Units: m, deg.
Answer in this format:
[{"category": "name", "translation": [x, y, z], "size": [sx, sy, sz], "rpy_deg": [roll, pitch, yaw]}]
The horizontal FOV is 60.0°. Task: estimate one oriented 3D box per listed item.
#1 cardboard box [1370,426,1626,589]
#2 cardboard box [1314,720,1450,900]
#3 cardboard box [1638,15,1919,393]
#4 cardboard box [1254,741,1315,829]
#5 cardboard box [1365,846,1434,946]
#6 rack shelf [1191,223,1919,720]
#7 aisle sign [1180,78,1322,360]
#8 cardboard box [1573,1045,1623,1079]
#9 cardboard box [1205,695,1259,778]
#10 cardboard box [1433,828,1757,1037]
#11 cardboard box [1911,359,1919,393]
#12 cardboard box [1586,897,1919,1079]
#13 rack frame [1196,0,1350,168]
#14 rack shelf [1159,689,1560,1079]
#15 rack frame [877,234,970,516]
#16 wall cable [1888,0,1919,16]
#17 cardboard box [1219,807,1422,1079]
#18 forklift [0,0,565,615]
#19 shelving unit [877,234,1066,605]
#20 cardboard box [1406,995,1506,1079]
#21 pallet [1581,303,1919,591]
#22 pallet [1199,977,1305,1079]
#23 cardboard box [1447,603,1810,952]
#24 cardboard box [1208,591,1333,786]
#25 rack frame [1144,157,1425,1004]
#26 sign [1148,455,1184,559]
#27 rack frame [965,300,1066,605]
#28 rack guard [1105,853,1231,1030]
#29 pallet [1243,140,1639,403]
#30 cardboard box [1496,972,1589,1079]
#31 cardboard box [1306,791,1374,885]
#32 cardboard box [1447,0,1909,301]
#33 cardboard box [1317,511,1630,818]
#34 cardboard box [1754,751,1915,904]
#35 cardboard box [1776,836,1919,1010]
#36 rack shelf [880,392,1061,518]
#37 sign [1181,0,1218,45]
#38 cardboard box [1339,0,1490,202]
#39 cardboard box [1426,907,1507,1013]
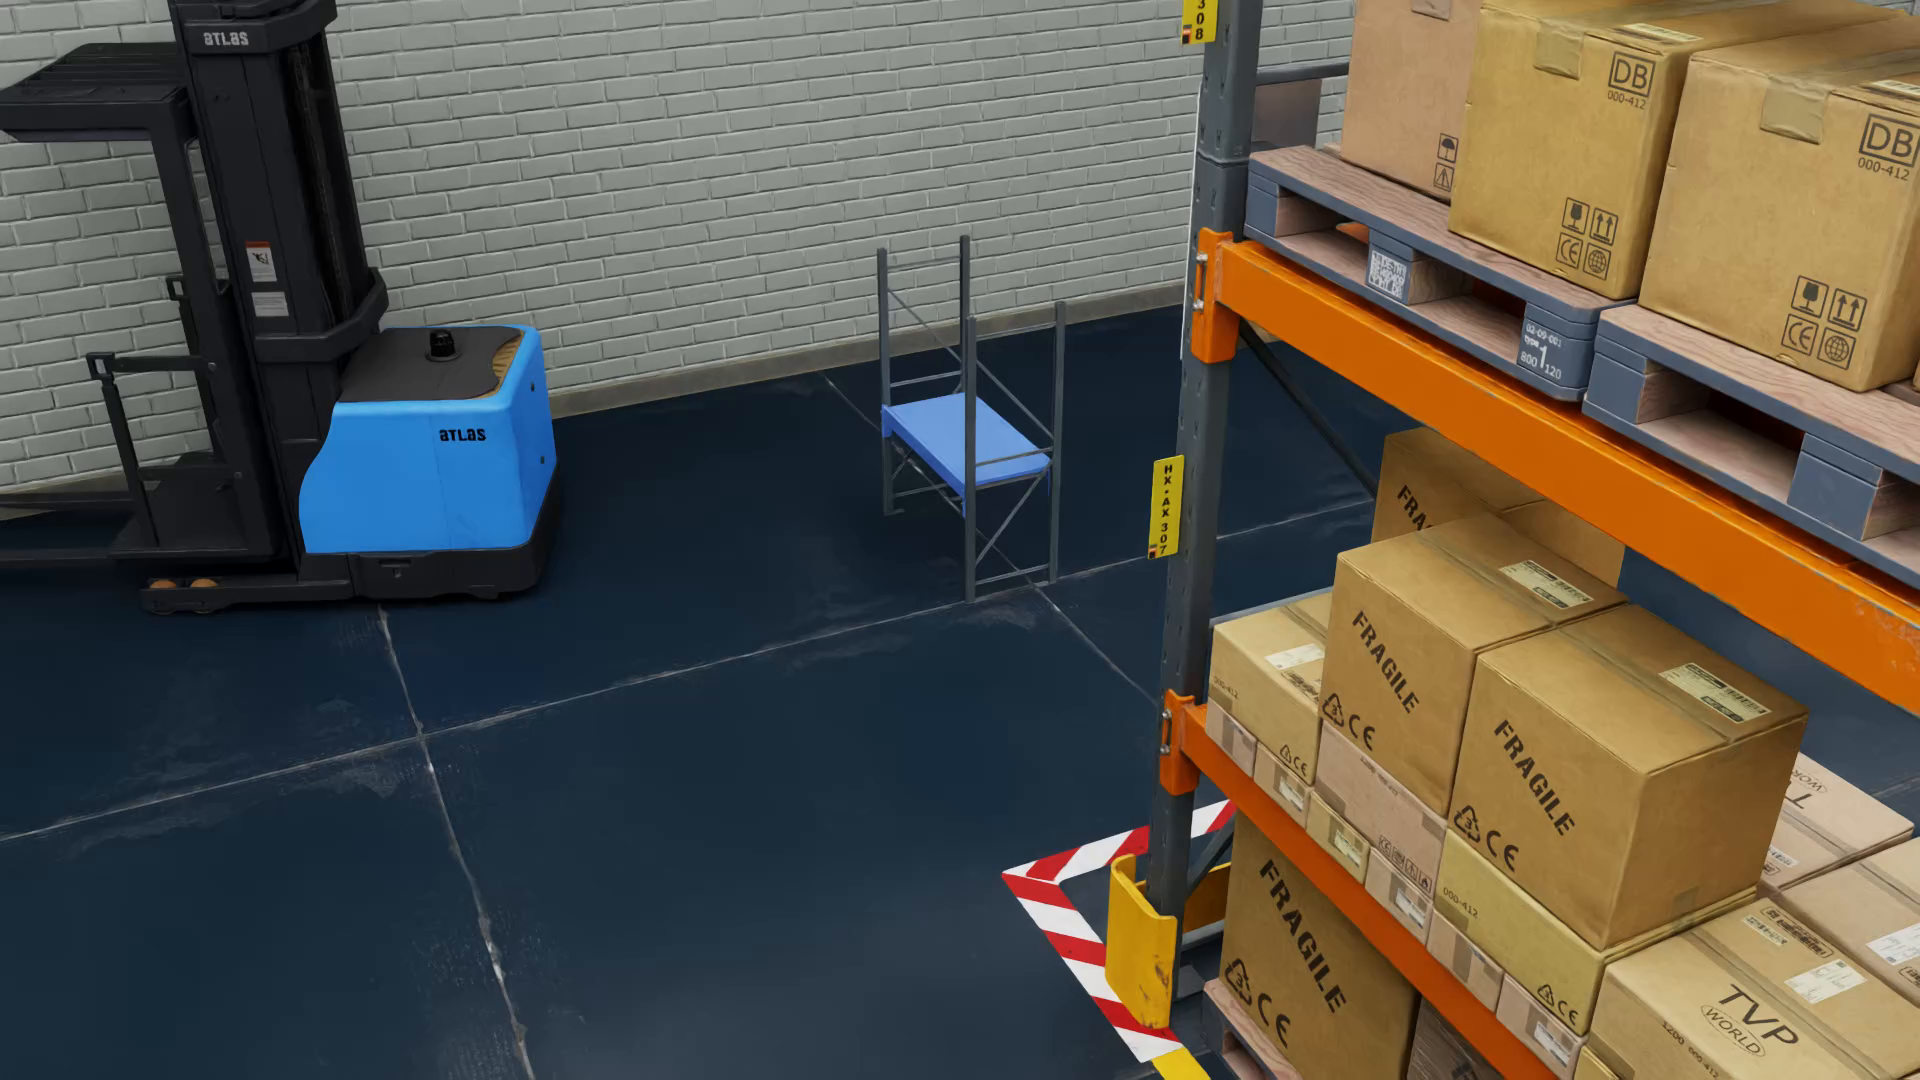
[{"category": "cardboard box", "translation": [1.556, -0.028, 4.815], "size": [0.500, 0.500, 0.500], "rpy_deg": [-13, 32, -21]}, {"category": "cardboard box", "translation": [1.300, 0.636, 4.398], "size": [0.500, 0.250, 0.500], "rpy_deg": [-13, 32, -23]}, {"category": "cardboard box", "translation": [1.779, -0.664, 3.167], "size": [0.700, 0.500, 0.500], "rpy_deg": [-15, 33, -25]}, {"category": "cardboard box", "translation": [1.075, 0.652, 4.777], "size": [0.380, 0.149, 0.250], "rpy_deg": [-14, 32, -23]}, {"category": "cardboard box", "translation": [1.298, 0.880, 4.370], "size": [0.380, 0.149, 0.250], "rpy_deg": [-14, 32, -23]}, {"category": "rack shelf", "translation": [1.968, 0.093, 3.187], "size": [1.077, 0.370, 4.000], "rpy_deg": [-13, 32, -22]}, {"category": "aisle sign", "translation": [0.807, -0.899, 4.628], "size": [0.394, 0.787, 0.004], "rpy_deg": [-13, 32, -22]}, {"category": "cardboard box", "translation": [1.625, 1.219, 3.767], "size": [0.380, 0.149, 0.250], "rpy_deg": [-14, 32, -23]}, {"category": "cardboard box", "translation": [0.963, 0.539, 4.978], "size": [0.380, 0.149, 0.250], "rpy_deg": [-13, 32, -21]}, {"category": "cardboard box", "translation": [1.513, 0.859, 4.000], "size": [0.500, 0.250, 0.500], "rpy_deg": [-14, 32, -24]}, {"category": "cardboard box", "translation": [2.113, -0.440, 2.768], "size": [0.700, 0.500, 0.500], "rpy_deg": [-12, 31, -20]}, {"category": "cardboard box", "translation": [1.742, 1.088, 3.591], "size": [0.500, 0.250, 0.500], "rpy_deg": [-14, 32, -23]}, {"category": "rack frame", "translation": [1.109, -2.413, 3.853], "size": [1.000, 3.000, 0.127], "rpy_deg": [-13, 32, -22]}, {"category": "rack shelf", "translation": [1.968, 1.401, 3.920], "size": [1.077, 0.370, 4.000], "rpy_deg": [-13, 32, -22]}, {"category": "rack frame", "translation": [-0.182, -0.841, 8.716], "size": [0.500, 1.500, 0.032], "rpy_deg": [-13, 32, -22]}, {"category": "wall cable", "translation": [7.618, -4.820, 13.208], "size": [0.585, 1.953, 0.123], "rpy_deg": [-13, 32, -22]}, {"category": "cardboard box", "translation": [1.456, 1.213, 5.263], "size": [0.875, 0.875, 0.875], "rpy_deg": [-13, 32, -22]}, {"category": "forklift", "translation": [-3.625, -1.181, 7.859], "size": [3.031, 2.935, 1.130], "rpy_deg": [-2, 29, -3]}, {"category": "shelving unit", "translation": [0.037, -0.616, 8.316], "size": [0.538, 1.500, 1.048], "rpy_deg": [-13, 32, -22]}, {"category": "cardboard box", "translation": [1.847, 1.615, 4.546], "size": [0.875, 0.875, 0.875], "rpy_deg": [-13, 32, -22]}, {"category": "pallet", "translation": [1.965, -0.201, 3.065], "size": [1.003, 0.211, 1.213], "rpy_deg": [-13, 32, -22]}, {"category": "pallet", "translation": [1.523, 1.757, 5.401], "size": [1.003, 0.211, 1.213], "rpy_deg": [-13, 32, -22]}, {"category": "cardboard box", "translation": [1.514, 0.529, 3.821], "size": [0.500, 0.500, 0.500], "rpy_deg": [-14, 32, -23]}, {"category": "cardboard box", "translation": [1.071, 0.408, 4.805], "size": [0.500, 0.250, 0.500], "rpy_deg": [-14, 32, -23]}, {"category": "rack frame", "translation": [1.109, 0.204, 5.320], "size": [1.000, 3.000, 0.127], "rpy_deg": [-13, 32, -22]}, {"category": "sign", "translation": [0.605, -0.095, 4.886], "size": [0.100, 0.325, 0.005], "rpy_deg": [-13, 32, -22]}, {"category": "rack frame", "translation": [0.255, -0.392, 7.916], "size": [0.500, 1.500, 0.032], "rpy_deg": [-13, 32, -22]}, {"category": "rack guard", "translation": [1.099, 1.283, 5.950], "size": [1.175, 0.500, 0.348], "rpy_deg": [-13, 32, -22]}, {"category": "pallet", "translation": [1.437, -0.740, 4.027], "size": [1.003, 0.211, 1.213], "rpy_deg": [-13, 32, -22]}, {"category": "cardboard box", "translation": [1.518, 1.107, 3.966], "size": [0.380, 0.149, 0.250], "rpy_deg": [-13, 32, -23]}, {"category": "cardboard box", "translation": [1.185, 0.765, 4.575], "size": [0.380, 0.149, 0.250], "rpy_deg": [-14, 32, -23]}, {"category": "cardboard box", "translation": [1.513, -0.883, 3.557], "size": [0.700, 0.500, 0.500], "rpy_deg": [-14, 32, -24]}, {"category": "cardboard box", "translation": [1.286, 0.302, 4.227], "size": [0.500, 0.500, 0.500], "rpy_deg": [-14, 32, -23]}, {"category": "cardboard box", "translation": [1.993, 0.747, 4.201], "size": [0.500, 0.250, 0.500], "rpy_deg": [-14, 32, -24]}, {"category": "cardboard box", "translation": [2.220, 0.976, 3.792], "size": [0.500, 0.250, 0.500], "rpy_deg": [-13, 32, -22]}, {"category": "rack shelf", "translation": [0.037, -0.460, 8.404], "size": [0.538, 0.185, 1.000], "rpy_deg": [-13, 32, -22]}, {"category": "sign", "translation": [0.605, -1.407, 4.150], "size": [0.100, 0.325, 0.005], "rpy_deg": [-13, 32, -22]}, {"category": "cardboard box", "translation": [1.381, -1.157, 4.045], "size": [0.700, 0.500, 0.500], "rpy_deg": [-15, 33, -25]}, {"category": "cardboard box", "translation": [1.406, 0.993, 4.169], "size": [0.380, 0.149, 0.250], "rpy_deg": [-14, 32, -23]}]
